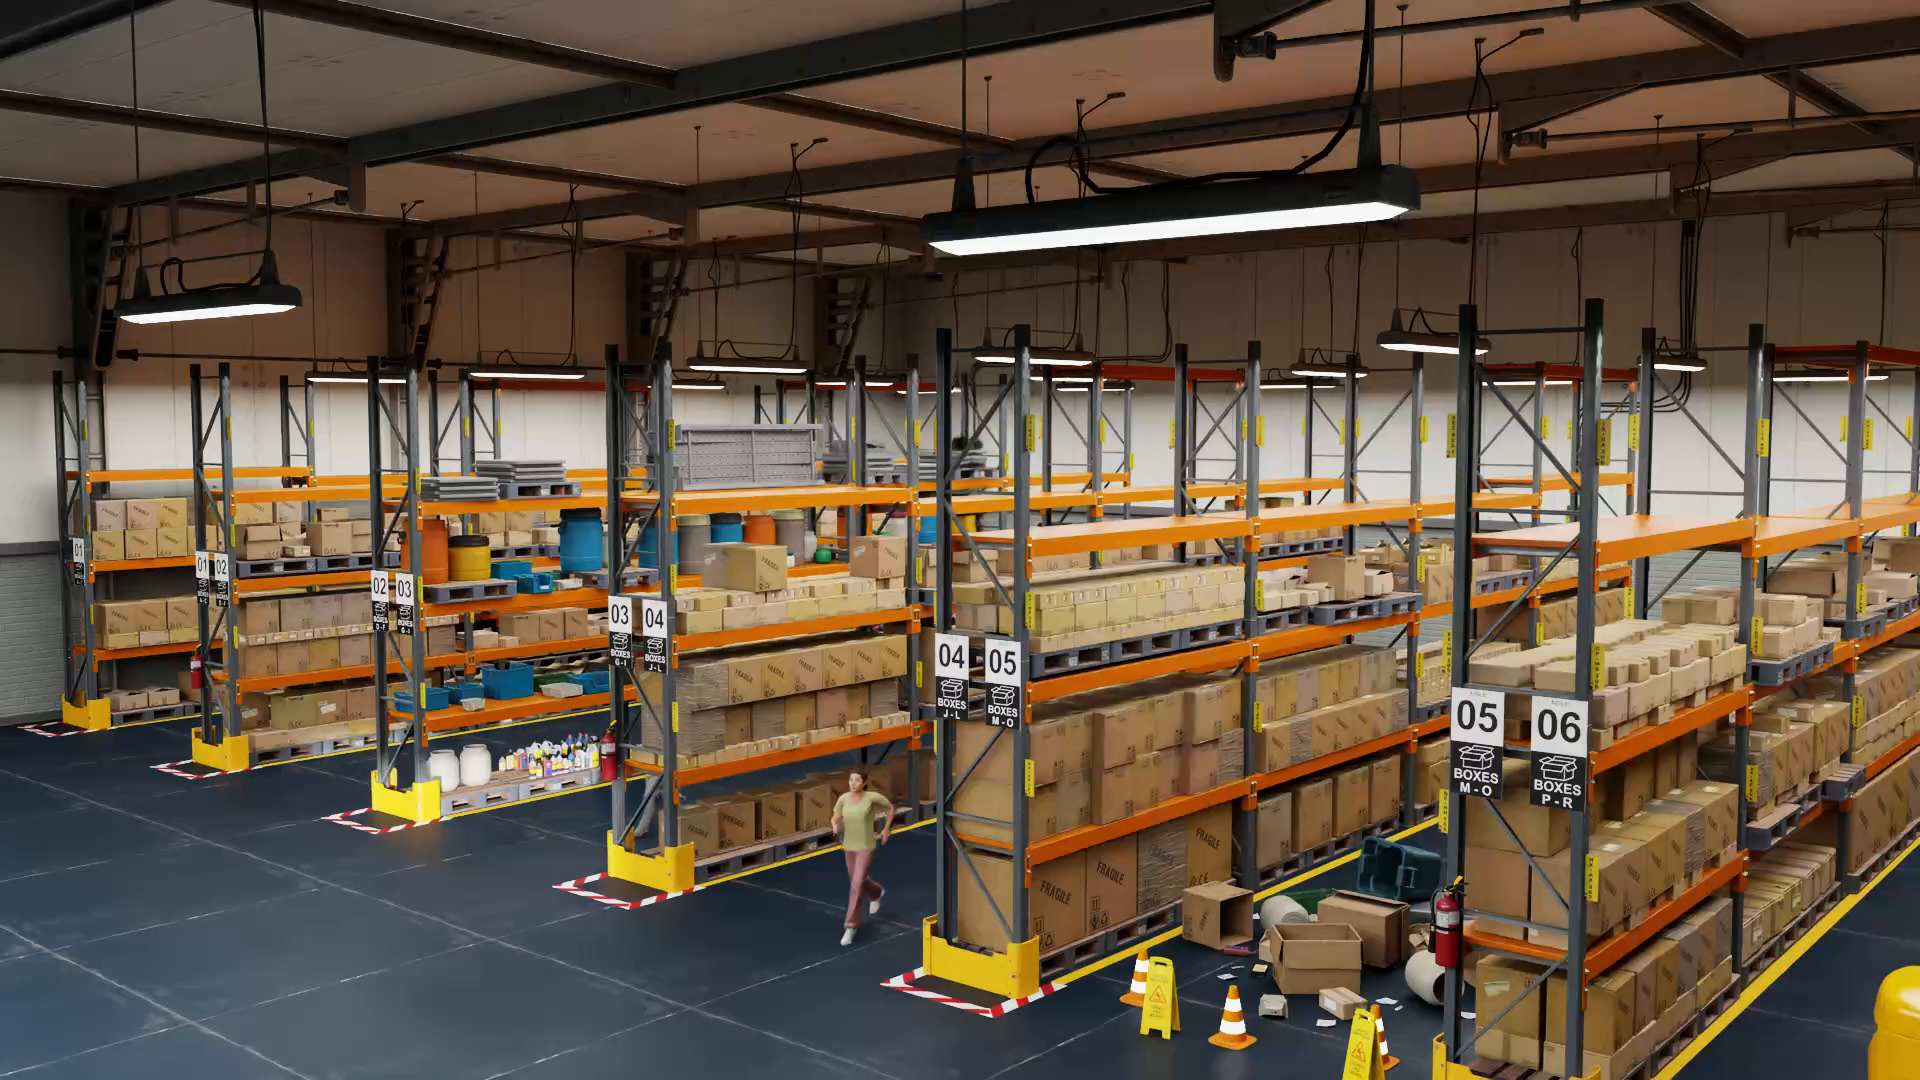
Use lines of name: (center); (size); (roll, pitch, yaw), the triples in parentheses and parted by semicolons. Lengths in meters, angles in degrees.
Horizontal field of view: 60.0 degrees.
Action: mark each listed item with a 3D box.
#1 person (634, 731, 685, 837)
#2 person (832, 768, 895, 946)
person: (-3.769, 2.836, 20.877); (0.641, 1.684, 0.855); (3, 5, 38)
person: (-1.003, 3.122, 16.767); (0.606, 1.691, 0.974); (1, 4, 20)
